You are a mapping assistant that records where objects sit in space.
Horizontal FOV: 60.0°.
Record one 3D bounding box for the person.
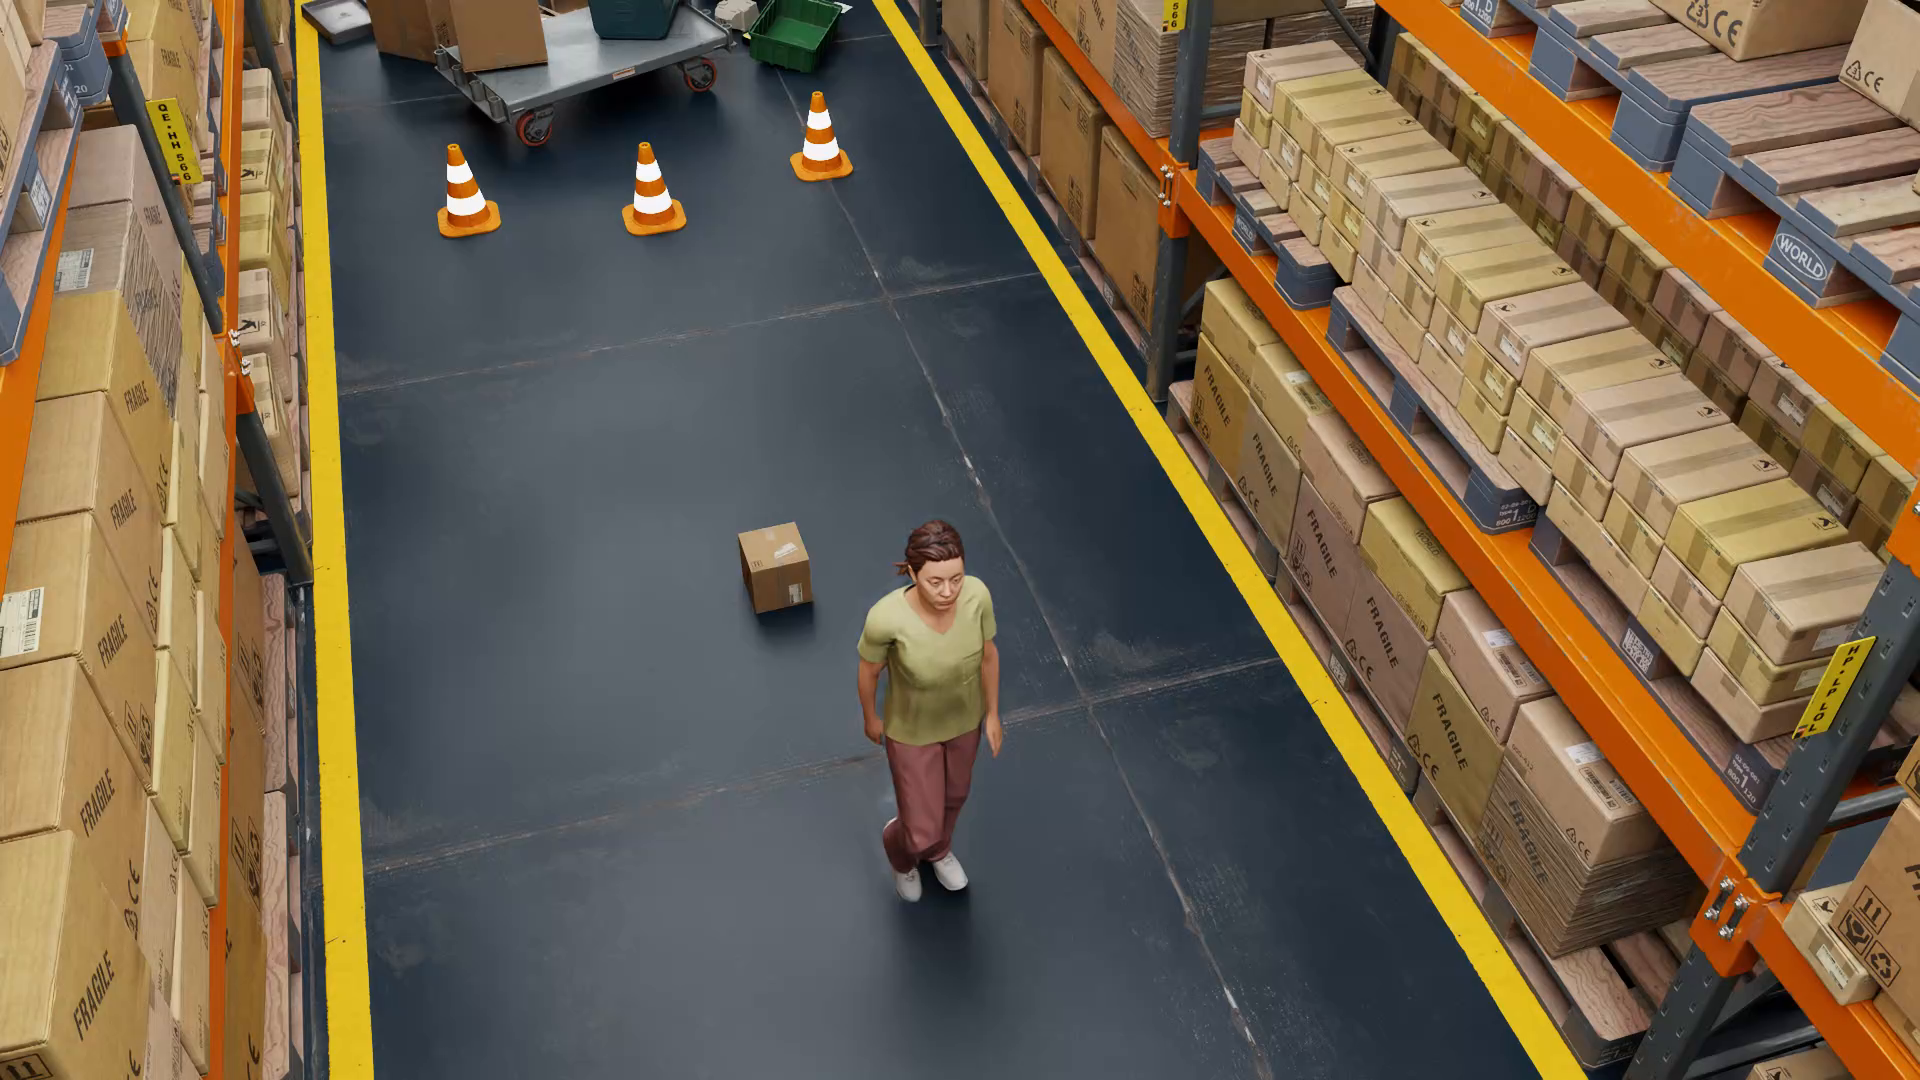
[{"bbox_3d":[-0.067,0.621,5.460,0.455,1.687,0.435,-19,46,-20],"label":"person"}]
